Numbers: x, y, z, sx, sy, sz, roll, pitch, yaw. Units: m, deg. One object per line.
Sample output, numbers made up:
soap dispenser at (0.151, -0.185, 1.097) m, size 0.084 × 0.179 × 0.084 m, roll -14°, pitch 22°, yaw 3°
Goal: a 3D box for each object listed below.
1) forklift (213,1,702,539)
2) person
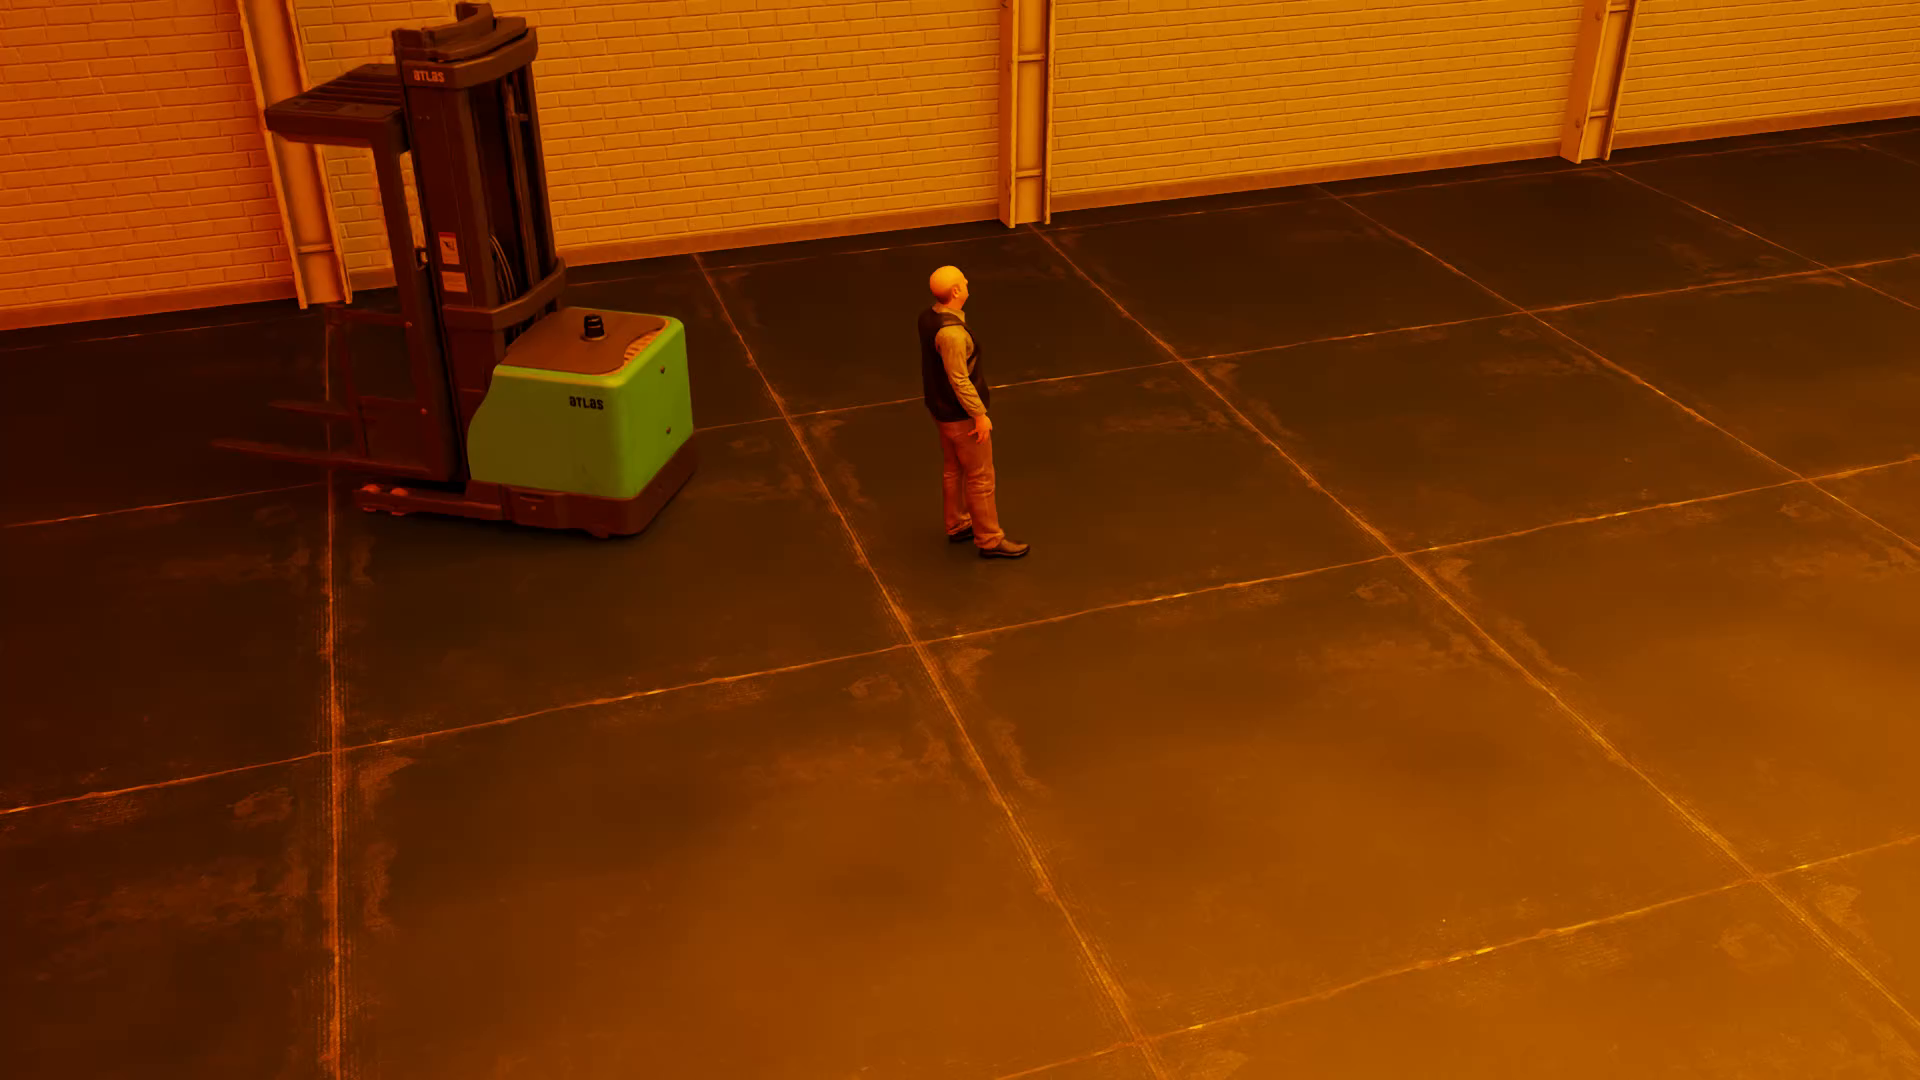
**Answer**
forklift at (-3.236, -1.664, 9.979) m, size 3.031 × 2.935 × 1.130 m, roll 7°, pitch 31°, yaw 12°
person at (0.062, -0.759, 9.604) m, size 0.566 × 1.722 × 0.633 m, roll -10°, pitch 31°, yaw -16°
